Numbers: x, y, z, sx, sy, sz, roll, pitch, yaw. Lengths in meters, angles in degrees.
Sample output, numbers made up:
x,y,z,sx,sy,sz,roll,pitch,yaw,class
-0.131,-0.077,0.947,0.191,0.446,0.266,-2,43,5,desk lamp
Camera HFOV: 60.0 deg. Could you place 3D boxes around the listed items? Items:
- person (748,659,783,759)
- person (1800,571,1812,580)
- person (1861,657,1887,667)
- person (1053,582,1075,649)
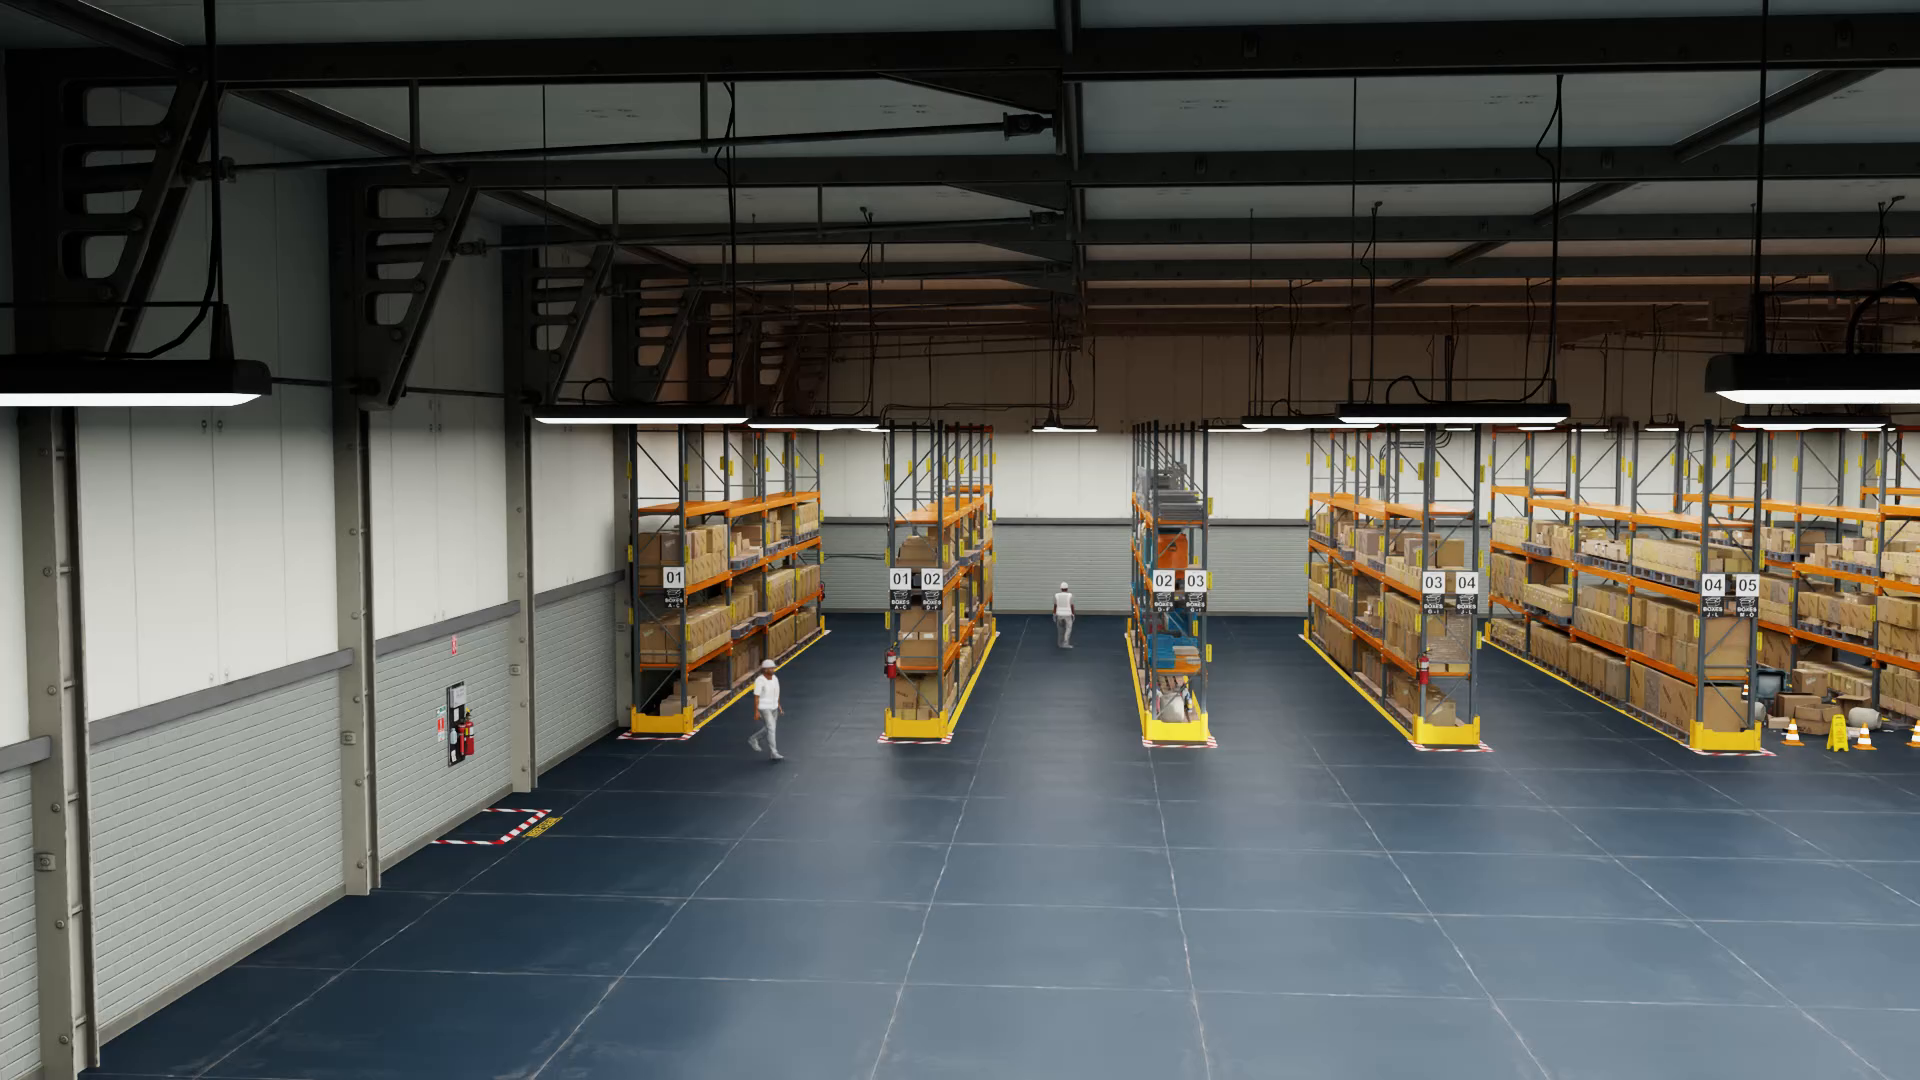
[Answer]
x,y,z,sx,sy,sz,roll,pitch,yaw,class
-3.424,2.982,29.521,0.908,1.741,0.630,2,4,32,person
24.929,1.735,49.157,0.484,1.802,0.593,-1,4,-11,person
22.696,2.286,41.068,0.523,1.758,0.564,-1,4,-15,person
2.796,2.024,44.619,0.581,1.786,0.767,1,4,15,person
